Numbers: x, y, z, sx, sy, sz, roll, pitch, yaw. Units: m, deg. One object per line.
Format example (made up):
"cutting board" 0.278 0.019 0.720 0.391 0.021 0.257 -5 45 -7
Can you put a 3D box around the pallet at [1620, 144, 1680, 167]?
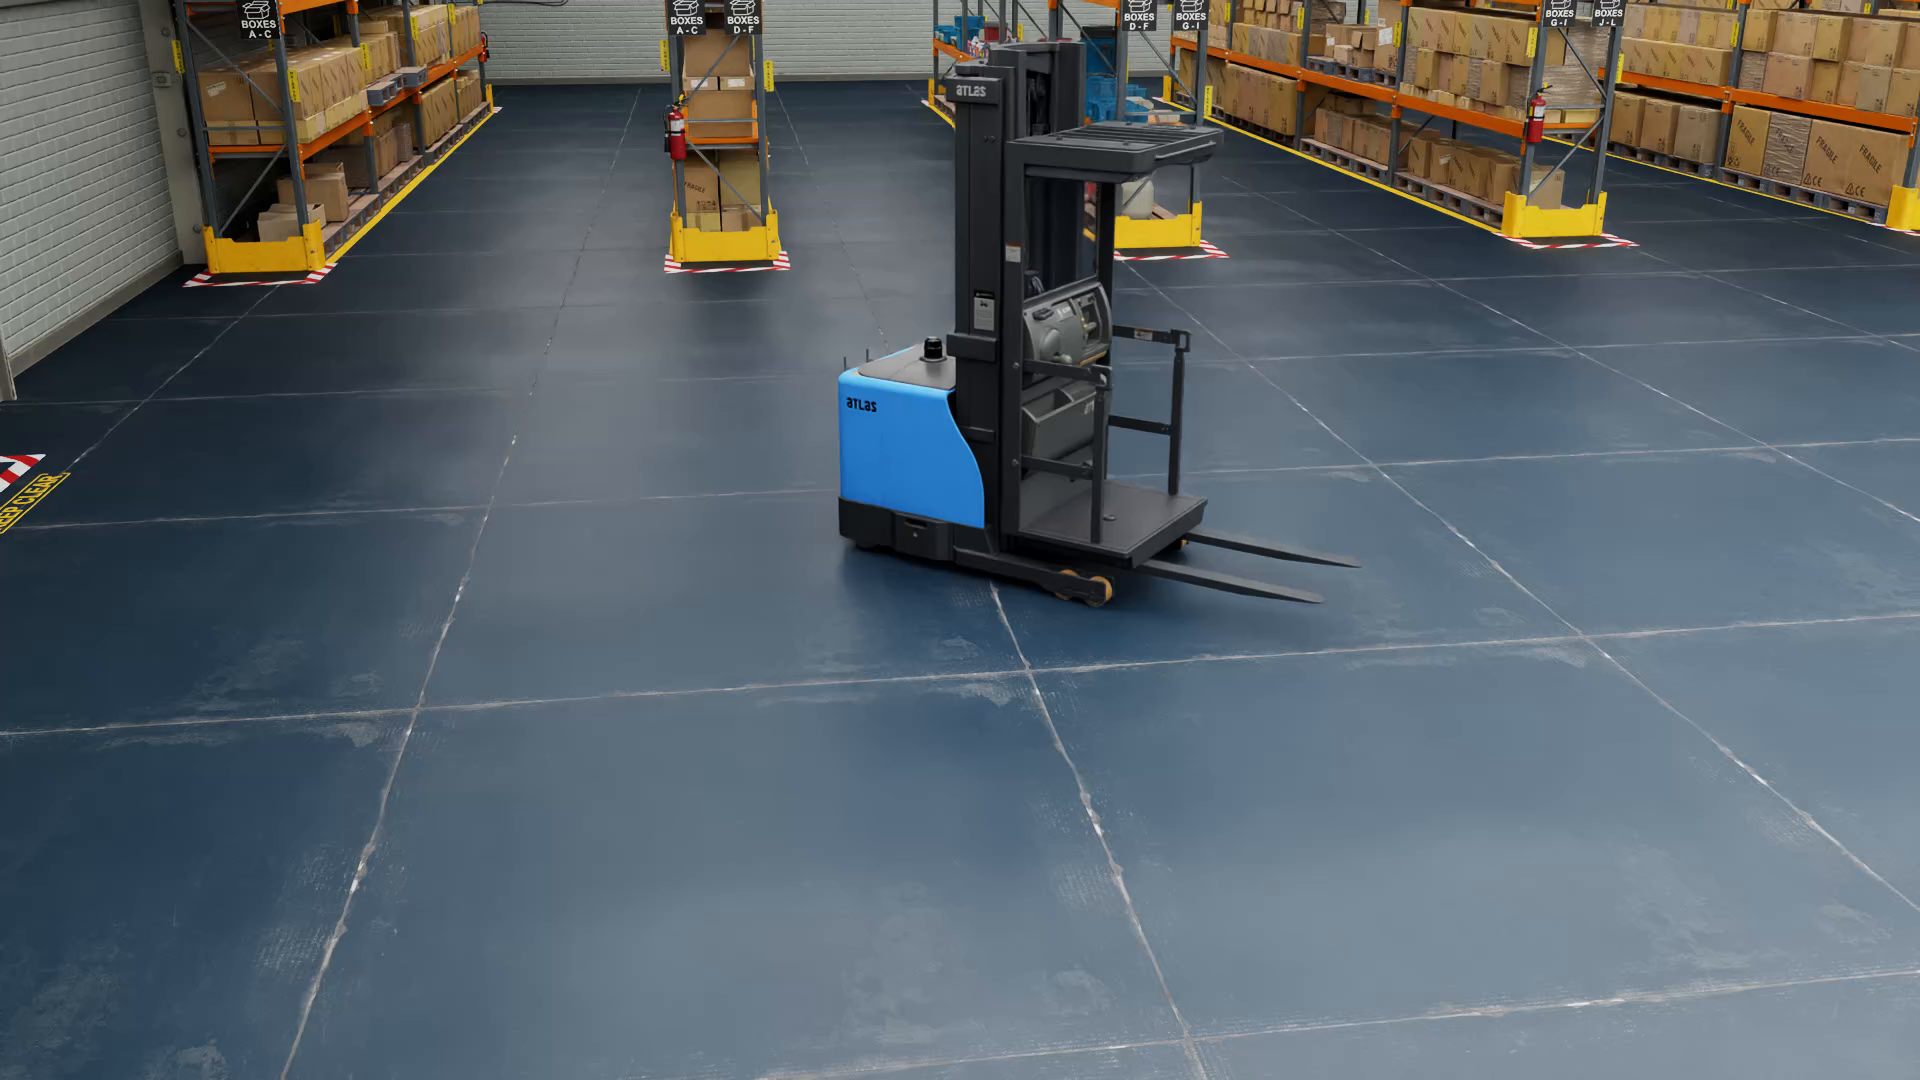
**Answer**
"pallet" 11.150 -6.066 26.155 1.003 0.211 1.213 -3 21 -8

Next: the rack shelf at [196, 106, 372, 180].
"rack shelf" -7.824 -4.691 19.518 1.077 0.370 4.000 -3 21 -8

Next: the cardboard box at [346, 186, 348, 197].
"cardboard box" -8.006 -4.416 21.173 0.380 0.166 0.250 -6 21 -15

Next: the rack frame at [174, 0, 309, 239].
"rack frame" -7.536 -4.336 17.538 1.000 3.000 0.127 -3 21 -8

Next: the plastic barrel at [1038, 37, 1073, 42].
"plastic barrel" 1.481 -7.524 25.879 0.600 0.536 0.708 -3 21 -8

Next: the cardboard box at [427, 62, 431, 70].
"cardboard box" -8.739 -7.654 26.751 0.380 0.149 0.250 -3 21 -7

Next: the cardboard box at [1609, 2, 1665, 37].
"cardboard box" 10.993 -8.430 26.927 0.700 0.500 0.500 -3 21 -8

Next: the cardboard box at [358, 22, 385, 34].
"cardboard box" -8.549 -7.434 24.134 0.380 0.149 0.250 -6 21 -17

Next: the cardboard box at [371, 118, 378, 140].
"cardboard box" -8.381 -5.693 23.045 0.500 0.250 0.500 -4 21 -9

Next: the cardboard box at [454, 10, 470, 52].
"cardboard box" -9.542 -9.324 30.465 0.980 0.700 0.700 -4 21 -10

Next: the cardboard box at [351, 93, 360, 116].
"cardboard box" -7.681 -5.338 20.408 0.500 0.250 0.500 -3 21 -8

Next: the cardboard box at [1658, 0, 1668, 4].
"cardboard box" 14.620 -11.103 34.085 0.500 0.500 0.500 -3 21 -8

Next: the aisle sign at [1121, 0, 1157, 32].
"aisle sign" 1.984 -6.013 18.314 0.394 0.787 0.004 -3 21 -8

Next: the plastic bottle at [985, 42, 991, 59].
"plastic bottle" 0.488 -8.154 27.830 0.144 0.351 0.185 -3 21 -8

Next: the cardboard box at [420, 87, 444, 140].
"cardboard box" -8.785 -6.860 26.769 0.750 0.750 0.750 -3 21 -8

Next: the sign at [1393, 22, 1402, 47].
"sign" 6.044 -6.983 22.972 0.100 0.325 0.005 -3 21 -8

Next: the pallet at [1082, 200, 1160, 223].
"pallet" 1.926 -4.256 21.310 1.003 0.211 1.213 -3 21 -8

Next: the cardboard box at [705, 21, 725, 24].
"cardboard box" -2.851 -5.778 19.403 0.700 0.500 0.500 -3 21 -8

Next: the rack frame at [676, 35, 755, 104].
"rack frame" -3.211 -5.972 21.918 1.000 3.000 0.127 -3 21 -8

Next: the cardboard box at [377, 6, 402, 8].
"cardboard box" -9.375 -8.684 27.512 0.500 0.250 0.500 -3 21 -7

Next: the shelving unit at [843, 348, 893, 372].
"shelving unit" -0.567 -0.659 10.479 0.215 1.050 0.252 12 24 30

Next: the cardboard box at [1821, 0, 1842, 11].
"cardboard box" 15.407 -9.213 29.025 0.500 0.500 0.500 -3 21 -7

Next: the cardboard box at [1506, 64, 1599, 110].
"cardboard box" 7.117 -5.463 19.989 0.875 0.500 0.500 -3 21 -8

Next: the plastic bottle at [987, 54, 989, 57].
"plastic bottle" 0.504 -7.988 27.599 0.097 0.201 0.097 0 20 0

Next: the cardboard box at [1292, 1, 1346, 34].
"cardboard box" 5.926 -8.626 27.448 0.797 0.503 0.637 -2 21 -6

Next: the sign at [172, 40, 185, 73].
"sign" -8.088 -5.005 17.224 0.100 0.325 0.005 -3 21 -8

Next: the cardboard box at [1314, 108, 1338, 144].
"cardboard box" 6.132 -6.659 26.703 0.700 0.500 0.500 -4 21 -11

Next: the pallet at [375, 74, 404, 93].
"pallet" -8.363 -6.333 23.158 1.003 0.211 1.213 -3 21 -8

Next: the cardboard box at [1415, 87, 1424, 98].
"cardboard box" 6.412 -6.091 22.595 0.380 0.149 0.250 -3 21 -8

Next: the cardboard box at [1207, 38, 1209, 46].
"cardboard box" 4.922 -9.568 31.905 0.380 0.149 0.250 -3 21 -7

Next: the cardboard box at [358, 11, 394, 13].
"cardboard box" -9.153 -8.154 26.092 0.500 0.250 0.500 -3 21 -9

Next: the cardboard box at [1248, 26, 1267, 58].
"cardboard box" 5.403 -8.768 29.261 0.500 0.500 0.500 -3 21 -9

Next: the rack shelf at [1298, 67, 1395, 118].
"rack shelf" 6.304 -6.826 25.232 1.077 0.370 4.000 -3 21 -8

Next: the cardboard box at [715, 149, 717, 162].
"cardboard box" -3.553 -5.269 22.565 0.500 0.311 0.500 -3 21 -8

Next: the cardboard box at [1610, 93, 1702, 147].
"cardboard box" 11.067 -6.695 26.470 1.050 0.750 0.750 -3 21 -7

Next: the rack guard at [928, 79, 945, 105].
"rack guard" -0.055 -9.212 34.166 1.175 0.500 0.348 -3 21 -8

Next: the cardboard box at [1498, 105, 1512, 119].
"cardboard box" 6.801 -5.226 20.281 0.380 0.149 0.250 -3 21 -8

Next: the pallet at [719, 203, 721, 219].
"pallet" -2.959 -3.965 20.530 1.003 0.211 1.213 -3 21 -8

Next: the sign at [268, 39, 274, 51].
"sign" -8.661 -6.234 20.965 0.100 0.325 0.005 -3 21 -8

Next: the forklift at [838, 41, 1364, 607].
"forklift" 0.786 -1.215 9.281 3.031 2.935 1.130 12 24 30

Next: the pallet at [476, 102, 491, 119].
"pallet" -9.650 -8.296 32.127 1.003 0.211 1.213 -3 21 -8

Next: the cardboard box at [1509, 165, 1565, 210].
"cardboard box" 7.095 -4.328 20.490 0.500 0.500 0.500 1 20 2

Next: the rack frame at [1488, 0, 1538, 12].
"rack frame" 10.362 -9.455 31.245 1.000 3.000 0.127 -3 21 -8

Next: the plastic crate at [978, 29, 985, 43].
"plastic crate" 0.500 -9.501 31.450 0.437 0.282 0.530 -3 21 -8

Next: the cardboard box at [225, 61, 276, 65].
"cardboard box" -7.956 -5.132 18.784 0.500 0.500 0.500 -3 21 -9

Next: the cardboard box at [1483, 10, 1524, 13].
"cardboard box" 7.074 -6.637 21.701 0.500 0.500 0.500 -3 21 -8

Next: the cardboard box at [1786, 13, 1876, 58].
"cardboard box" 11.670 -6.754 22.254 0.875 0.550 0.550 -3 21 -8

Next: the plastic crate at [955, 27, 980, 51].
"plastic crate" 0.133 -9.155 30.379 0.392 0.384 0.575 -3 21 -8

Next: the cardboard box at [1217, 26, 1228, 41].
"cardboard box" 5.116 -9.449 31.017 0.500 0.250 0.500 -3 21 -9
